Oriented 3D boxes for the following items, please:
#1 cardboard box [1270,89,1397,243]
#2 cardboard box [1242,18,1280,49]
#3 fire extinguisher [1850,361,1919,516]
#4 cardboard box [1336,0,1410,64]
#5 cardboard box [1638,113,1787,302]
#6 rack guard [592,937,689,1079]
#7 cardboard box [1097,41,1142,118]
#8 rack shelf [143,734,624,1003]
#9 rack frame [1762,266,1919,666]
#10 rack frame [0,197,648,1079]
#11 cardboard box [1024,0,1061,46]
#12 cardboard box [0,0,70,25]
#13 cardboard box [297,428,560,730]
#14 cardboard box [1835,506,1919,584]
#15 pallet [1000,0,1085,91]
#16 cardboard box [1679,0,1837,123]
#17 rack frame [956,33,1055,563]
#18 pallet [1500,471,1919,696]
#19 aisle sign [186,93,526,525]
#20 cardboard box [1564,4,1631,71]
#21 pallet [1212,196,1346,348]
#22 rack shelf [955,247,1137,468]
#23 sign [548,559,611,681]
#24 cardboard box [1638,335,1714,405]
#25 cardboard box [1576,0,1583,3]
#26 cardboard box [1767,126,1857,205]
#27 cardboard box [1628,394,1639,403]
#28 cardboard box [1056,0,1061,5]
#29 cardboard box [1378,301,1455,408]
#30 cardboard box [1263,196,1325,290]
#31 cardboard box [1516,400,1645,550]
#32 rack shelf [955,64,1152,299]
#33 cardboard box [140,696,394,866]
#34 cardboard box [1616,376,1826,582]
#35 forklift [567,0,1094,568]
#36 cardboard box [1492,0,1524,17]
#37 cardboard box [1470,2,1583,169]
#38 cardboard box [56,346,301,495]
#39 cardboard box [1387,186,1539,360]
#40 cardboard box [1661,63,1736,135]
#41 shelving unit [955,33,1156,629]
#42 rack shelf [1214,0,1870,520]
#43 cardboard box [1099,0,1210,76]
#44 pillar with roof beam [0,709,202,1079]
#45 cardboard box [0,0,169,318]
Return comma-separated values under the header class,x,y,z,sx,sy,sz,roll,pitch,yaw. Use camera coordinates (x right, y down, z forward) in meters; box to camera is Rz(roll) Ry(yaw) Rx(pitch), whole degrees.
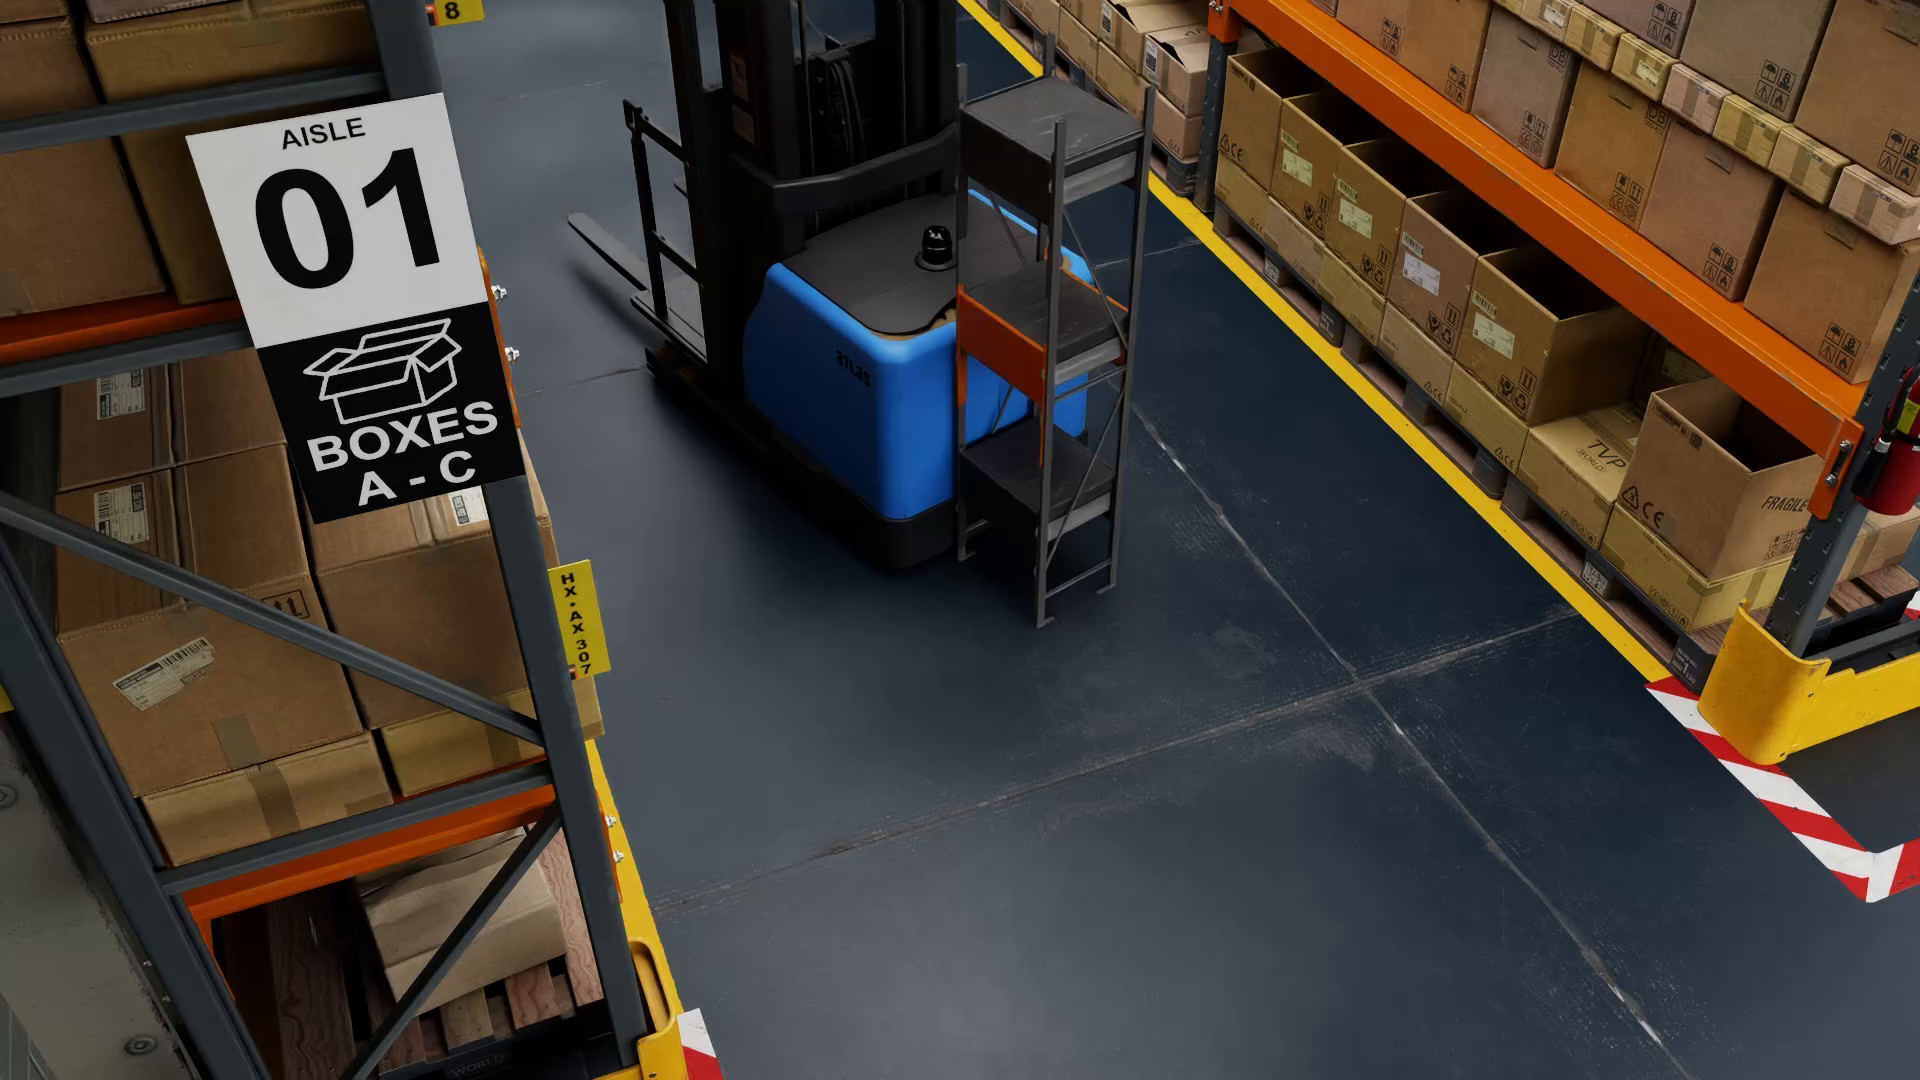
class,x,y,z,sx,sy,sz,roll,pitch,yaw
cardboard box,1.807,-1.751,7.698,0.500,0.500,0.500,-15,43,-17
cardboard box,1.793,-2.647,8.885,0.500,0.311,0.500,-15,43,-17
fire extinguisher,2.867,-0.381,4.952,0.296,0.674,0.183,-15,43,-17
cardboard box,2.104,-2.463,7.237,0.700,0.500,0.500,-16,43,-17
cardboard box,2.879,-1.235,5.809,0.700,0.500,0.500,-14,43,-16
rack guard,-1.353,1.543,4.573,1.175,0.500,0.348,-15,43,-17
cardboard box,1.102,-2.606,9.267,0.500,0.250,0.500,-16,43,-18
rack shelf,-2.090,-0.291,5.340,1.077,0.370,4.000,-15,43,-17
rack frame,3.251,-0.597,5.144,1.000,3.000,0.127,-15,43,-17
rack frame,-1.324,0.641,3.704,1.000,3.000,0.127,-15,43,-17
cardboard box,0.713,-3.221,9.982,0.500,0.250,0.500,-14,43,-16
cardboard box,-1.731,-1.116,2.587,0.500,0.500,0.500,-13,42,-15
cardboard box,-1.229,0.043,3.924,0.500,0.500,0.500,-15,43,-17
cardboard box,3.251,-0.093,6.344,0.500,0.250,0.500,-15,43,-17
pallet,0.932,-3.120,10.216,1.003,0.211,1.213,-15,43,-17
cardboard box,2.858,-1.759,5.423,0.700,0.500,0.500,-16,43,-18
rack frame,0.149,-0.789,6.057,0.400,2.100,0.015,-27,47,-28
pallet,2.920,0.010,6.577,1.003,0.211,1.213,-15,43,-17
aisle sign,-1.020,-0.376,2.893,0.394,0.787,0.004,-15,43,-17
cardboard box,2.432,-1.843,6.019,0.380,0.149,0.250,-14,43,-16
pallet,1.986,-1.460,8.286,1.003,0.211,1.213,-15,43,-17
rack shelf,0.298,-0.653,5.919,0.431,0.518,0.480,-27,47,-28
sign,-0.823,0.177,3.580,0.100,0.325,0.005,-15,43,-17
cardboard box,3.058,-0.678,6.449,0.500,0.500,0.500,-15,43,-17
cardboard box,2.472,-2.364,6.127,0.700,0.500,0.500,-15,43,-17
cardboard box,2.827,-1.221,5.295,0.380,0.149,0.250,-14,43,-16
cardboard box,2.866,-0.694,7.043,0.500,0.250,0.500,-15,43,-17
cardboard box,0.718,-3.425,9.789,0.500,0.311,0.500,-16,43,-17
cardboard box,2.188,-0.864,7.241,0.500,0.250,0.500,-15,43,-17
cardboard box,1.804,-1.466,7.941,0.500,0.250,0.500,-15,43,-17
cardboard box,2.570,-0.262,6.540,0.500,0.250,0.500,-15,43,-17
rack shelf,0.298,-1.183,5.463,0.431,0.518,0.480,-27,47,-28
cardboard box,-1.682,0.457,4.018,0.500,0.250,0.500,-15,43,-16
cardboard box,2.771,-0.247,5.948,0.500,0.500,0.500,-15,43,-17
forklift,-0.770,-1.907,6.719,1.130,2.935,3.031,-27,47,-28
cardboard box,2.240,-2.148,6.374,0.380,0.149,0.250,-15,43,-17
cardboard box,2.489,-1.852,6.526,0.700,0.500,0.500,-14,43,-16
cardboard box,-1.885,-0.131,4.126,0.500,0.500,0.500,-15,43,-16
cardboard box,2.185,-1.147,6.995,0.500,0.500,0.500,-15,43,-17
cardboard box,2.635,-1.527,5.651,0.380,0.149,0.250,-15,43,-16
shelving unit,0.298,-0.663,5.910,0.431,2.100,0.503,-27,47,-28
rack shelf,2.486,-1.529,6.780,1.077,0.370,4.000,-15,43,-17
cardboard box,1.096,-2.820,9.086,0.500,0.311,0.500,-14,43,-16
pillar with roof beam,1.586,-2.914,3.237,9.100,9.000,0.400,-15,43,-17
cardboard box,-1.718,-0.730,2.906,0.500,0.500,0.500,-12,42,-14
